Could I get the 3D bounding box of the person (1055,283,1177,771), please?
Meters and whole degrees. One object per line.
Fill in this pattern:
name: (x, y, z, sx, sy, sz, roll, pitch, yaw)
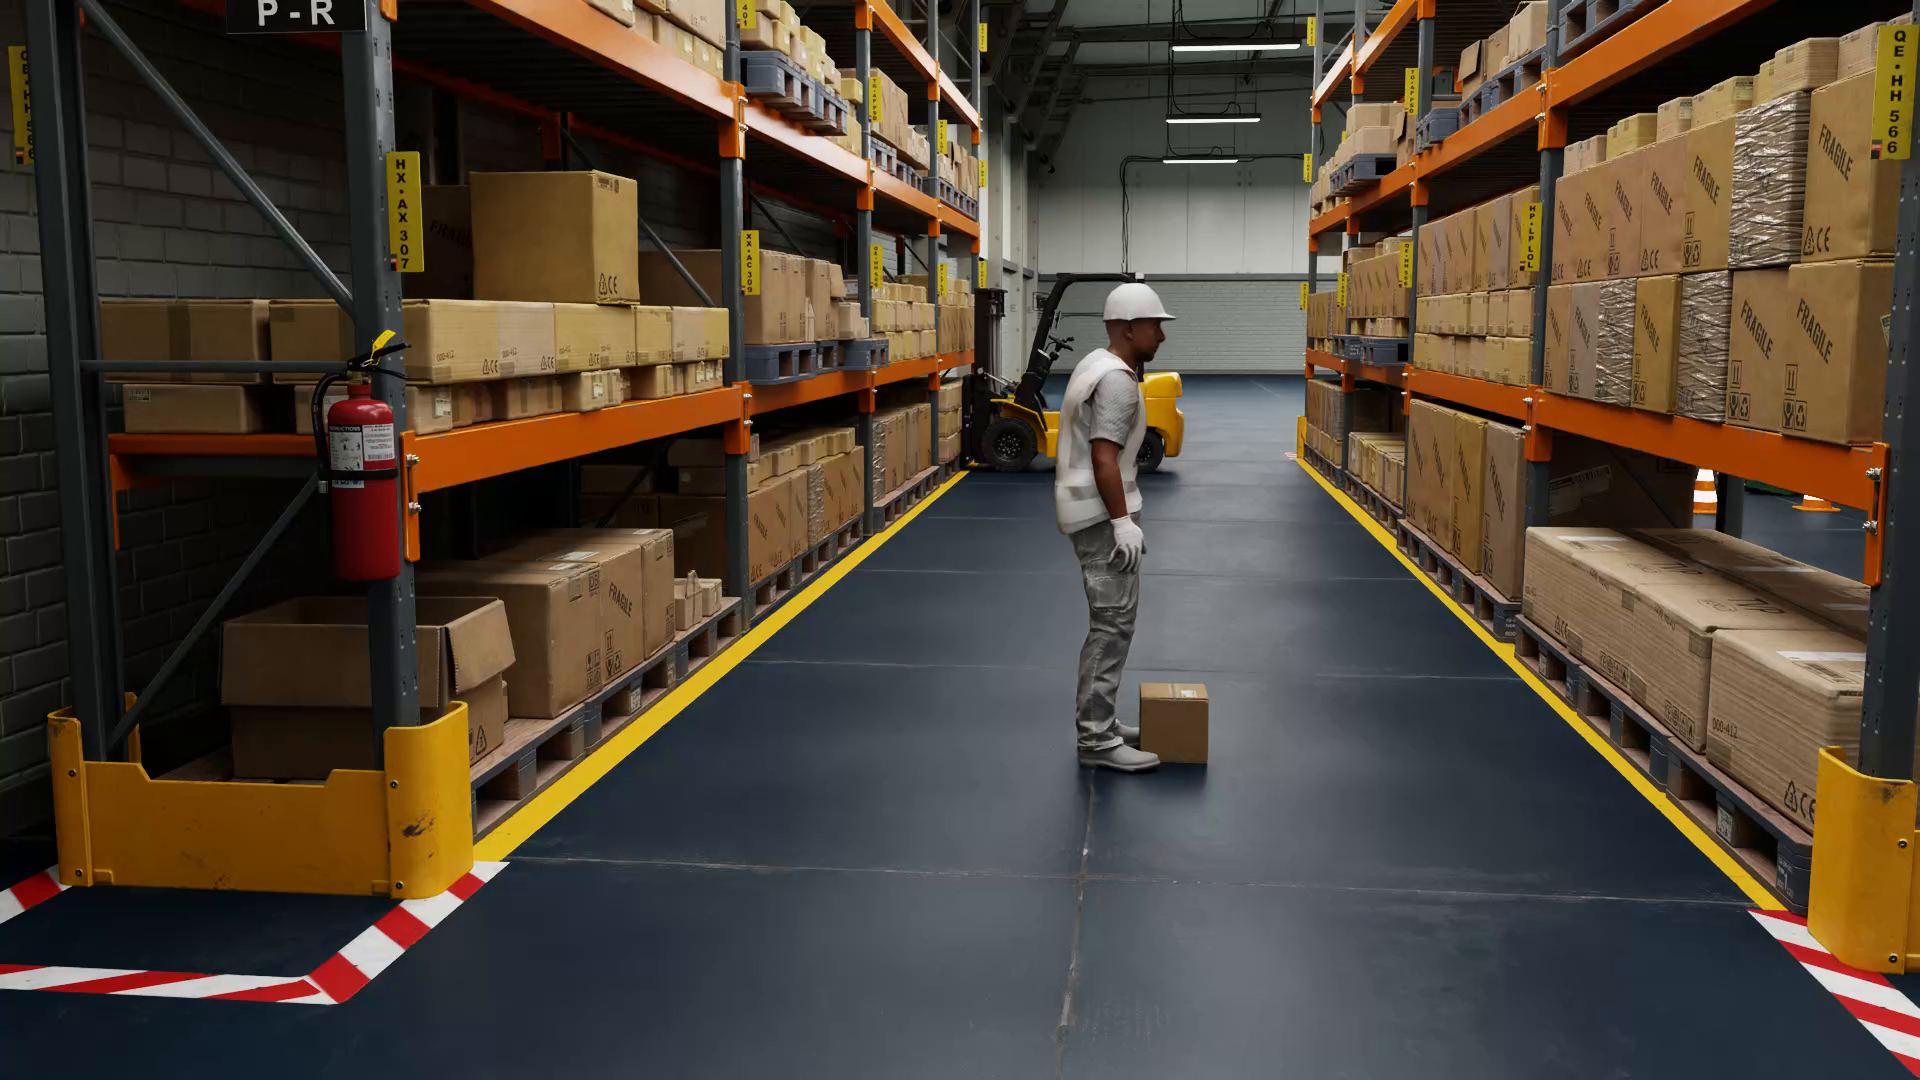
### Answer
person: (0.578, -0.065, 6.233, 0.445, 1.775, 0.632, 1, 8, 4)
